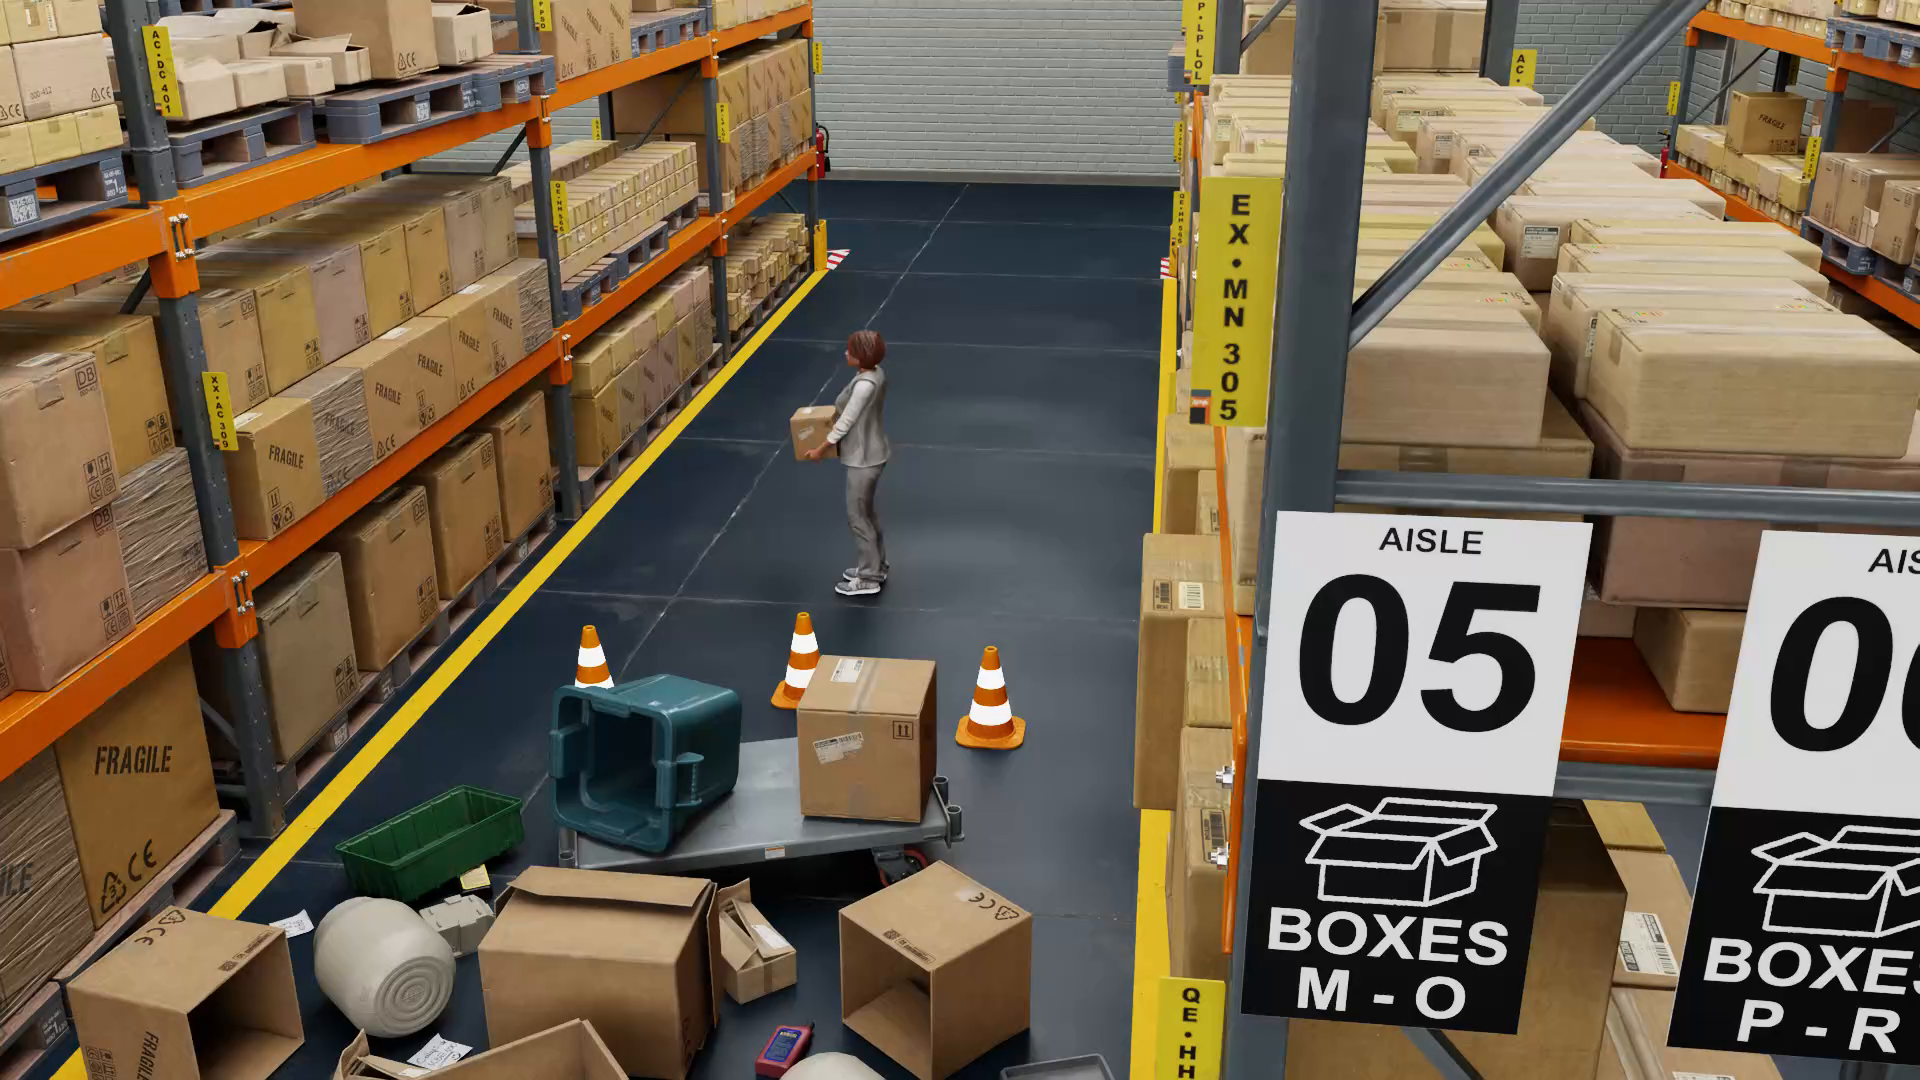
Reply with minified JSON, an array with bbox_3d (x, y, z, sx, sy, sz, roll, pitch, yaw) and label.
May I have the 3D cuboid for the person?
[{"bbox_3d":[-0.652,-0.464,9.785,0.488,1.592,0.405,3,22,7],"label":"person"}]
